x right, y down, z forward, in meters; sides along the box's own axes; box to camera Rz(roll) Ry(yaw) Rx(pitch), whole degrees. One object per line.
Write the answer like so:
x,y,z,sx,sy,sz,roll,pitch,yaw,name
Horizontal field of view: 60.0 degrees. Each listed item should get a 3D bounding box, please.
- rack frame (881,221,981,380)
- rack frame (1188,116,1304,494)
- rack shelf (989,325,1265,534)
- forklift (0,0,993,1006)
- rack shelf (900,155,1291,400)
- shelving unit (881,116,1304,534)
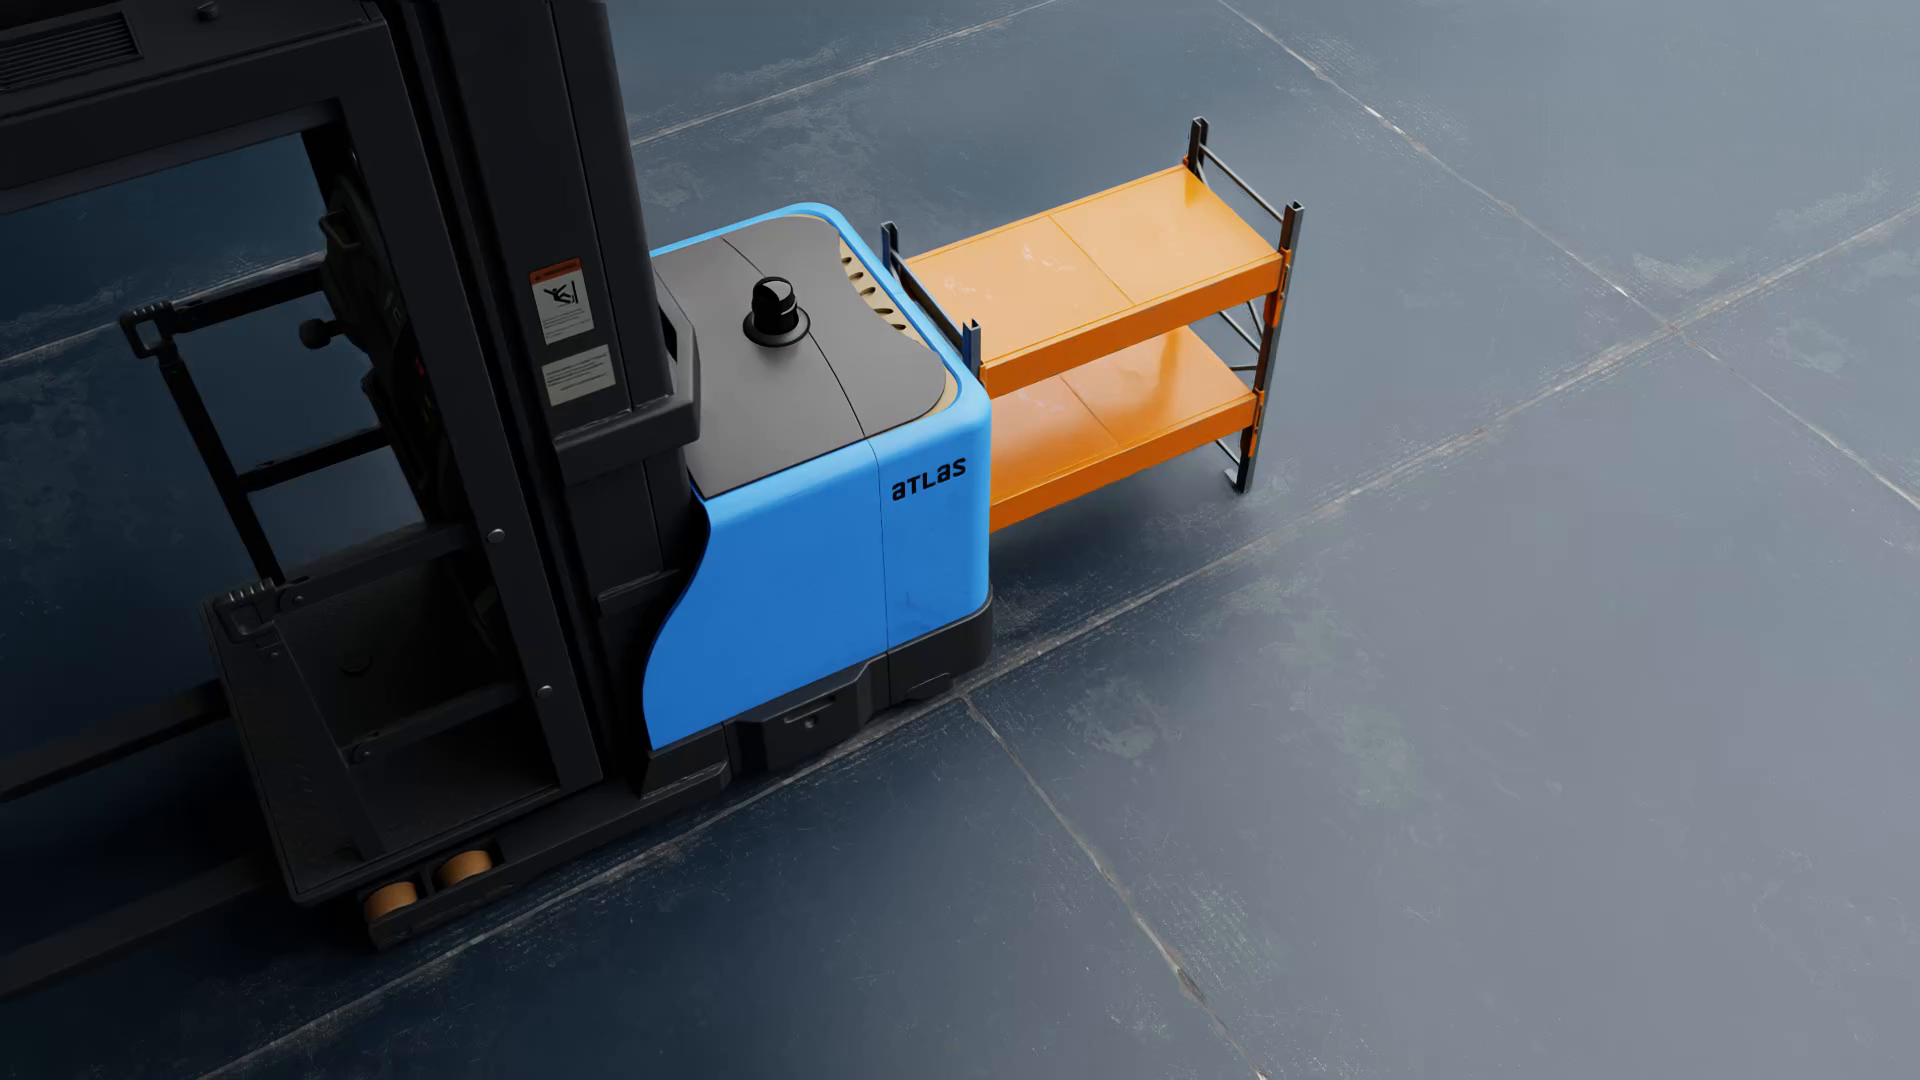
-0.080,-0.325,4.786,0.032,1.125,0.500,-22,52,-19,rack frame
0.810,-0.692,5.113,0.032,1.125,0.500,-22,52,-19,rack frame
0.365,-0.346,5.132,1.000,0.278,0.538,-22,52,-19,rack shelf
-1.447,-0.387,3.632,3.031,2.935,1.130,-22,52,-19,forklift
0.365,-0.703,4.731,1.000,0.278,0.538,-22,52,-19,rack shelf
0.365,-0.509,4.950,1.048,1.125,0.538,-22,52,-19,shelving unit
